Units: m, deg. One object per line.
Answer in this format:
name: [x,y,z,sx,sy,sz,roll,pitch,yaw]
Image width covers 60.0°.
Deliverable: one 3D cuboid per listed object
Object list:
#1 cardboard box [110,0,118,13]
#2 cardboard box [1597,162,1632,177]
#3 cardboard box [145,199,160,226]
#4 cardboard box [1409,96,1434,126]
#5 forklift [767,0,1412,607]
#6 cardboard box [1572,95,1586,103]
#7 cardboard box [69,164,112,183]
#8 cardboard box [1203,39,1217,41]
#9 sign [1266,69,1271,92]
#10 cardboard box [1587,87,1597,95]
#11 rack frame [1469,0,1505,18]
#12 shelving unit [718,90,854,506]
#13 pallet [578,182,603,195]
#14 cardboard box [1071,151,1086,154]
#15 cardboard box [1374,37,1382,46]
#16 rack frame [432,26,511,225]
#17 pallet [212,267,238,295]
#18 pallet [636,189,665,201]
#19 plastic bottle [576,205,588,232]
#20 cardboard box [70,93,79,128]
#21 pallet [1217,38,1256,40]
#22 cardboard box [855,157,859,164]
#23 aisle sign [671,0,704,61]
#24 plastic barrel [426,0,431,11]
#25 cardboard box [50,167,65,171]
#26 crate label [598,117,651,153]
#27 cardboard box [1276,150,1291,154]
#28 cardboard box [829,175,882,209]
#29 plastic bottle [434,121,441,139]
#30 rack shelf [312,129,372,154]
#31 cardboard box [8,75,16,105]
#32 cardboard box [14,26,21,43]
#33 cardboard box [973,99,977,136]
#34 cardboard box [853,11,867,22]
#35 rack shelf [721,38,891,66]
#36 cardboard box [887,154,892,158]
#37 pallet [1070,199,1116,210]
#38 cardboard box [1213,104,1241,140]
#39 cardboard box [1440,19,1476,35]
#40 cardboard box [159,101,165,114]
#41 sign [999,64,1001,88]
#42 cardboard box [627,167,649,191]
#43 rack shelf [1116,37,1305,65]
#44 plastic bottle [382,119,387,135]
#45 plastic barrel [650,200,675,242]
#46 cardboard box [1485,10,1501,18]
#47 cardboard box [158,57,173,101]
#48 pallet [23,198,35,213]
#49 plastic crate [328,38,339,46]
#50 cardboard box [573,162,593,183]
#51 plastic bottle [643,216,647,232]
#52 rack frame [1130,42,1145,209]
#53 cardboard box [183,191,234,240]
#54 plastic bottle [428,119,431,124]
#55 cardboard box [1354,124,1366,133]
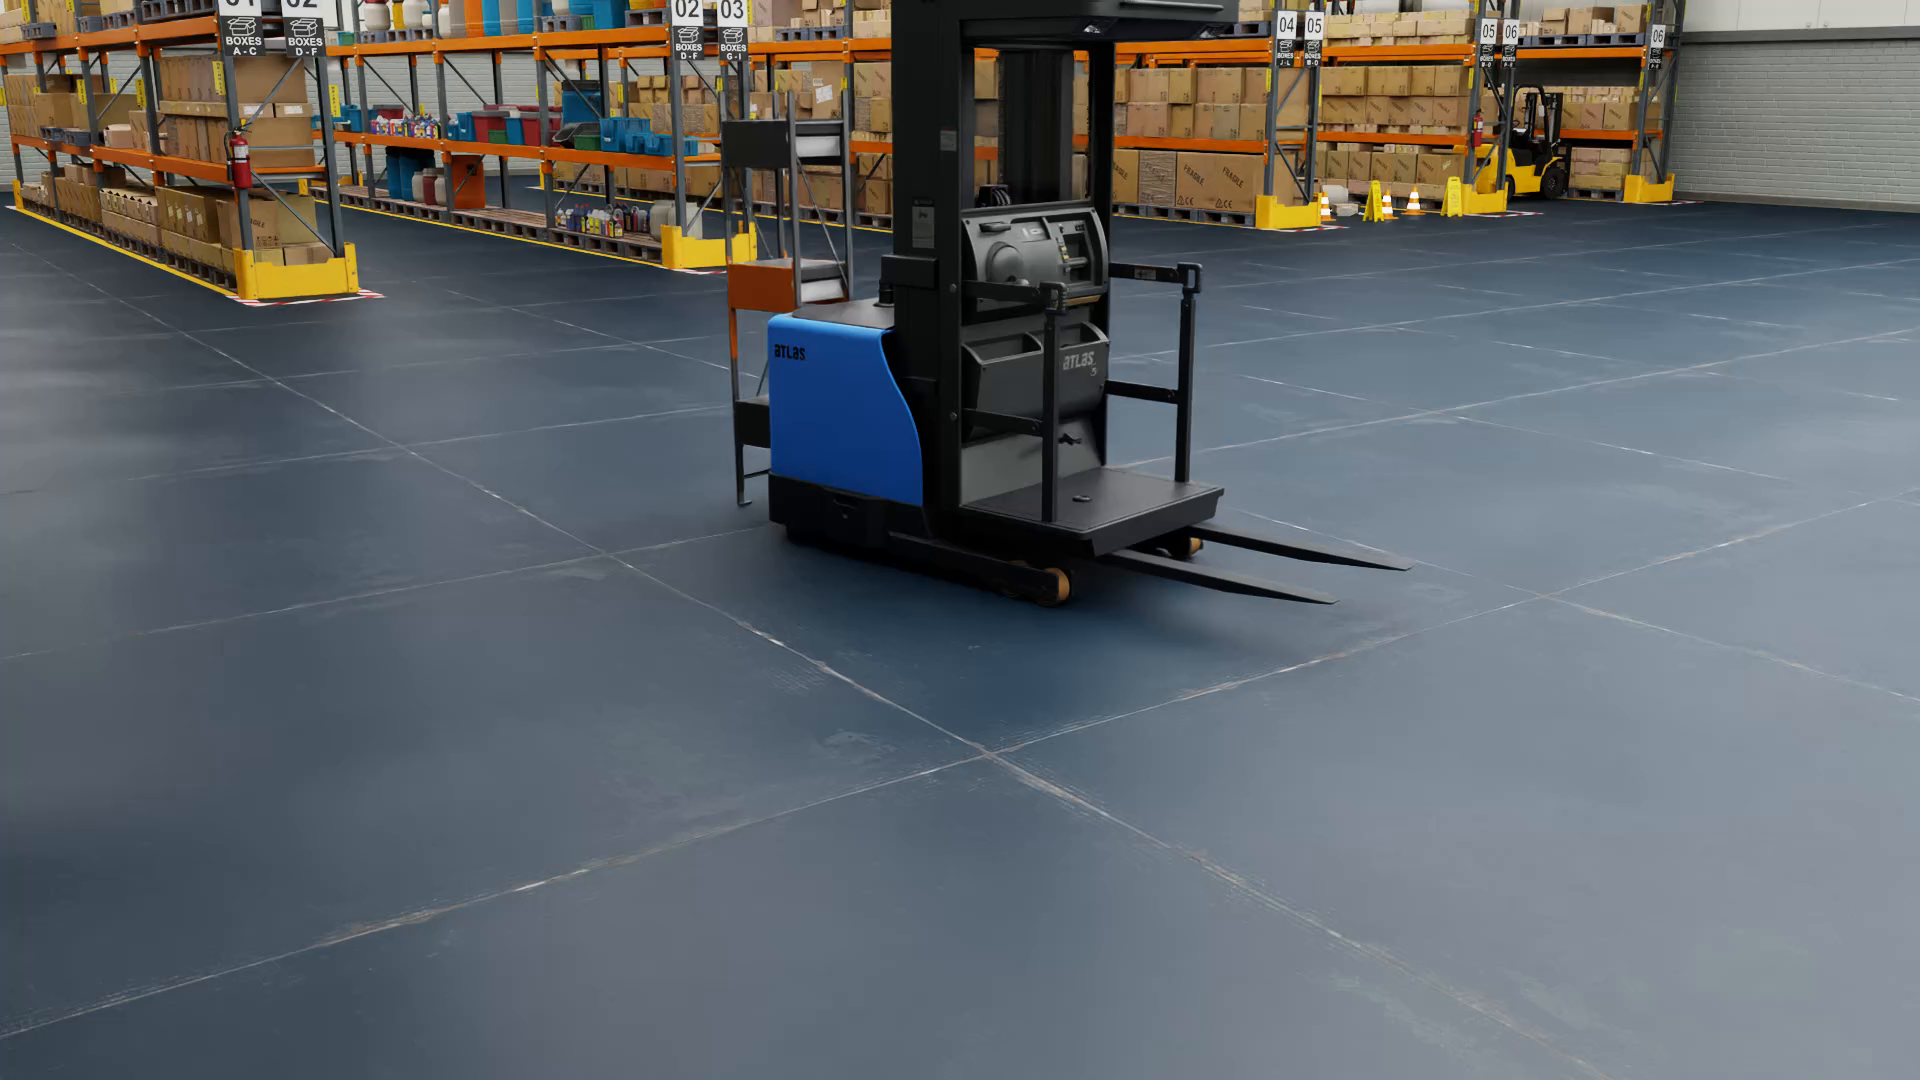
cardboard box: [-11.057,-7.136,22.272,0.500,0.250,0.500,-10,18,-33]
cardboard box: [12.516,-7.067,31.680,0.500,0.250,0.500,-11,19,-35]
cardboard box: [-9.811,-4.091,20.691,0.500,0.311,0.500,-11,19,-35]
cardboard box: [8.210,-7.495,29.027,0.500,0.500,0.500,-11,19,-34]
forklift: [0.502,-1.287,7.226,3.031,2.935,1.130,13,20,40]
cardboard box: [12.016,-8.505,32.050,0.380,0.149,0.250,-12,19,-36]
cardboard box: [-13.074,-5.517,25.032,0.500,0.250,0.500,-11,19,-36]
cardboard box: [5.259,-10.006,33.077,0.797,0.503,0.637,-11,19,-35]
sign: [4.651,-6.924,25.051,0.100,0.325,0.005,-11,19,-35]
cardboard box: [12.242,-8.607,31.858,0.380,0.149,0.250,-11,19,-34]
rack frame: [10.703,-11.642,33.565,1.000,3.000,0.127,-11,19,-35]
shelving unit: [-0.861,-1.198,8.460,0.503,2.100,0.431,11,19,39]
pallet: [-7.134,-7.237,34.119,1.003,0.211,1.213,-11,19,-35]
cardboard box: [1.744,-6.630,30.083,1.050,0.750,0.750,-11,19,-35]
cardboard box: [7.583,-8.868,29.589,0.380,0.149,0.250,-11,19,-34]
rack frame: [-7.684,-6.524,26.231,1.000,3.000,0.127,-11,19,-35]
pallet: [-7.472,-2.860,18.124,1.003,0.211,1.213,-11,19,-35]
pallet: [-5.515,-6.649,31.970,1.003,0.211,1.213,-11,19,-35]
plastic bottle: [-5.082,-4.327,22.390,0.144,0.351,0.185,-12,19,-37]
cardboard box: [-12.956,-6.493,25.134,0.500,0.500,0.700,12,19,38]
pallet: [5.801,-9.703,32.518,1.213,0.211,1.003,-11,19,-35]
cardboard box: [-2.378,-8.045,35.267,0.380,0.149,0.250,-10,18,-33]
aisle sign: [-3.178,-6.008,19.422,0.394,0.787,0.004,-11,19,-35]
plastic barrel: [-8.908,-8.929,27.589,0.600,0.901,0.708,-11,19,-35]
cardboard box: [-15.877,-6.393,29.654,0.500,0.500,0.500,-11,19,-35]
crate label: [-4.281,-5.184,21.267,0.502,0.435,0.616,-11,19,-35]
cardboard box: [7.643,-8.765,38.357,0.500,0.500,0.500,-11,19,-35]
cardboard box: [-1.669,-5.580,26.682,0.700,0.500,0.500,-13,20,-39]
plastic bottle: [-8.267,-6.488,26.320,0.061,0.283,0.133,-11,19,-35]
rack shelf: [-11.211,-7.458,31.007,1.077,0.370,4.000,-11,19,-35]
cardboard box: [-16.035,-7.749,28.622,0.500,0.500,0.500,-11,19,-34]
cardboard box: [-15.132,-8.261,27.179,0.500,0.250,0.500,-11,19,-35]
cardboard box: [0.334,-5.986,23.513,0.875,0.500,0.500,-11,19,-35]
cardboard box: [-1.384,-7.888,25.062,0.380,0.149,0.250,-12,19,-36]
rack shelf: [-2.501,-7.966,27.179,1.077,0.370,4.000,-11,19,-35]
cardboard box: [-1.126,-7.832,33.529,0.500,0.250,0.500,-10,18,-32]
pallet: [2.231,-5.995,29.581,1.003,0.211,1.213,-11,19,-35]
cardboard box: [4.502,-6.592,26.193,0.875,0.550,0.550,-11,19,-35]
cardboard box: [8.524,-8.708,28.249,0.500,0.250,0.500,-11,19,-35]
cardboard box: [-9.339,-5.176,19.886,0.380,0.149,0.250,-11,19,-35]
sign: [0.566,-6.214,22.305,0.100,0.325,0.005,-11,19,-35]
cardboard box: [-5.637,-7.191,31.898,1.225,0.875,0.875,-11,19,-34]
rack shelf: [3.922,-7.860,26.792,1.077,0.370,4.000,-11,19,-35]
plastic bottle: [-9.810,-7.051,28.400,0.097,0.271,0.097,0,15,0]
plastic barrel: [-3.723,-4.054,21.124,0.421,0.512,0.421,0,15,0]
cardboard box: [8.999,-8.941,28.343,0.380,0.149,0.250,-11,19,-35]
cardboard box: [-9.075,-5.482,19.777,0.700,0.500,0.500,-11,19,-34]
pallet: [-15.882,-5.933,29.354,1.003,0.211,1.213,-11,19,-35]
plastic crate: [-11.091,-8.910,29.767,0.293,0.136,0.466,-11,19,-35]
cardboard box: [-7.405,-7.860,34.343,0.875,0.875,0.875,-11,19,-35]
plastic bottle: [-4.233,-4.273,22.475,0.097,0.201,0.097,0,15,0]
rack frame: [2.746,-7.187,28.653,1.000,3.000,0.127,-11,19,-35]
cardboard box: [-8.438,-3.672,18.804,0.500,0.500,0.500,-11,19,-35]
plastic bottle: [-9.042,-7.044,28.376,0.097,0.271,0.097,0,15,0]
cardboard box: [7.361,-7.464,30.141,0.380,0.149,0.250,-11,19,-34]
